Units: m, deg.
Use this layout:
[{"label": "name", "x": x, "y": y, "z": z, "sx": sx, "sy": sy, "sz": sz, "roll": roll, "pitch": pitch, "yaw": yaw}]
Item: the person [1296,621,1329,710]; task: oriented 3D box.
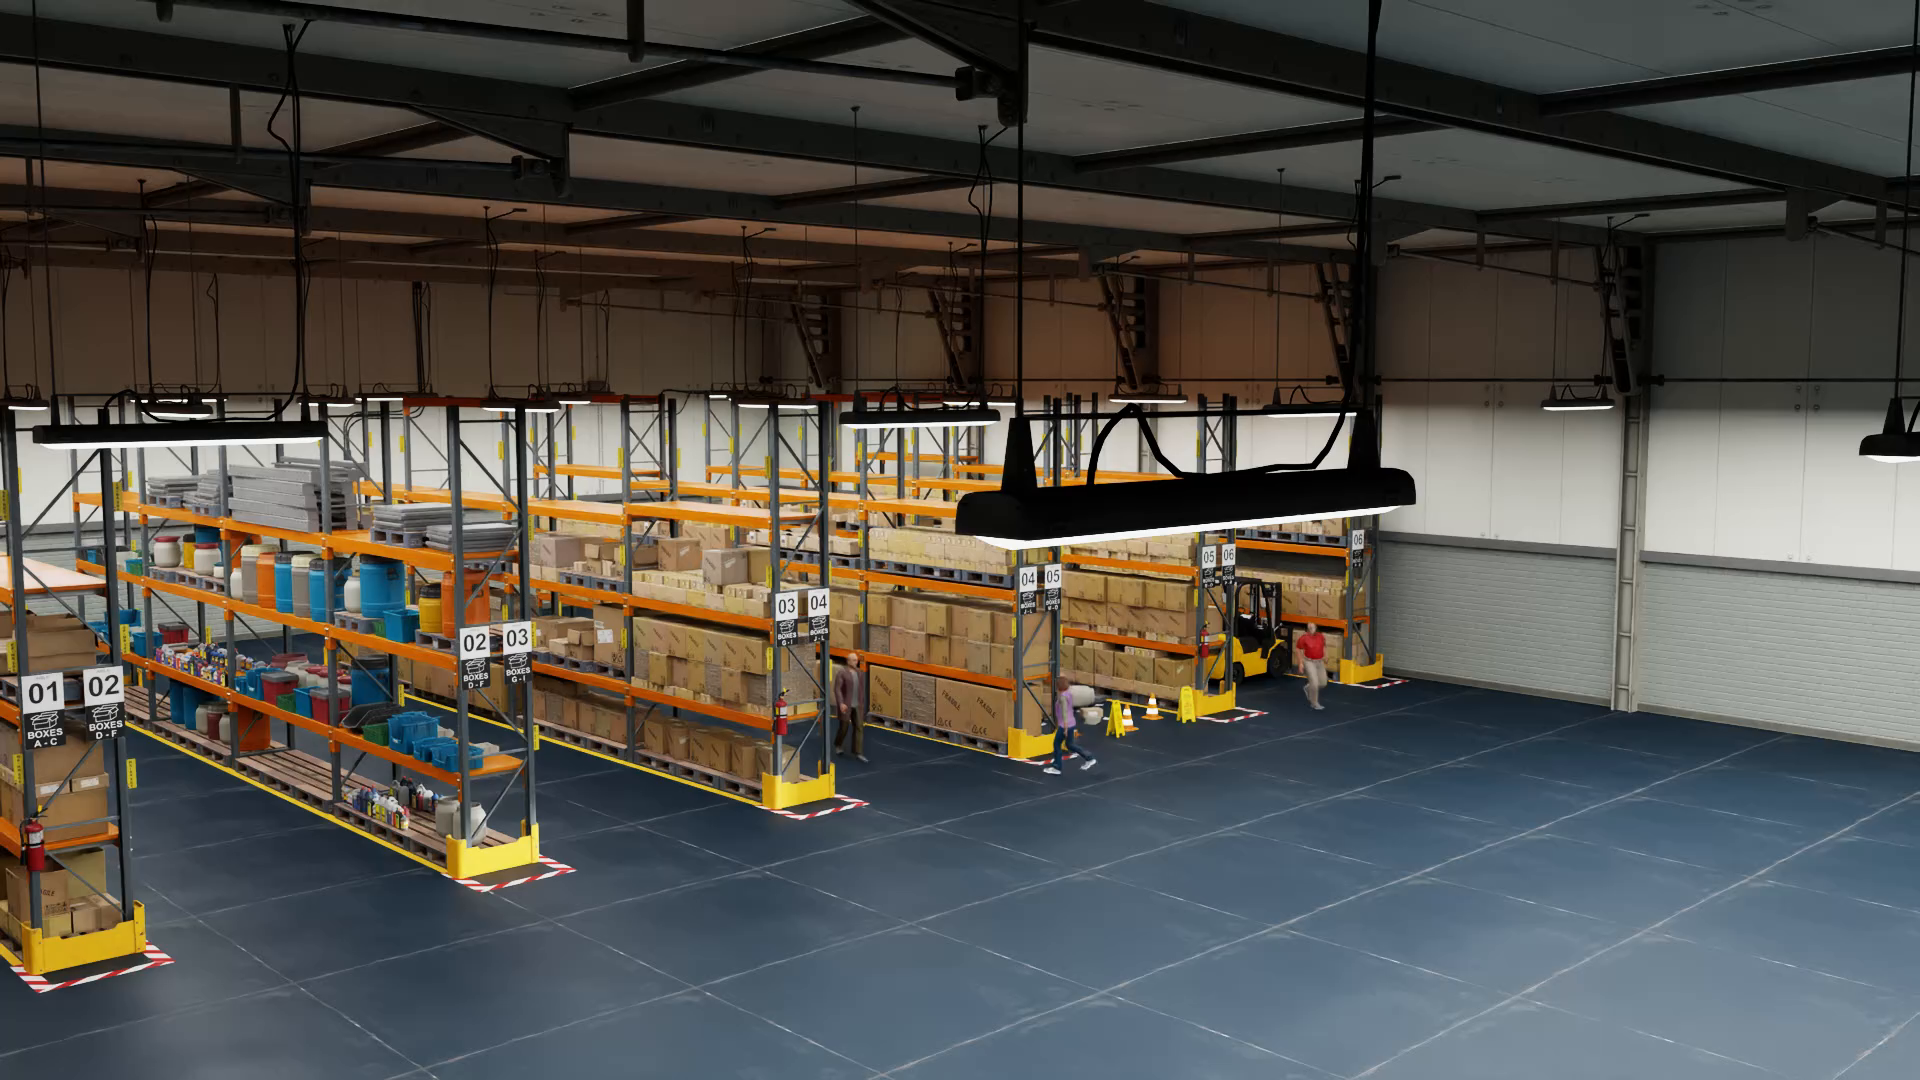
[{"label": "person", "x": 6.785, "y": 2.397, "z": 32.090, "sx": 0.593, "sy": 1.697, "sz": 0.653, "roll": -2, "pitch": 6, "yaw": -24}]

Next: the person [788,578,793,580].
[{"label": "person", "x": -3.833, "y": 1.761, "z": 38.082, "sx": 0.512, "sy": 1.791, "sz": 0.597, "roll": 3, "pitch": 6, "yaw": 25}]

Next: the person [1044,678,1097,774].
[{"label": "person", "x": 1.763, "y": 2.974, "z": 26.612, "sx": 0.836, "sy": 1.557, "sz": 0.426, "roll": 1, "pitch": 6, "yaw": 14}]

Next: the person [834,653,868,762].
[{"label": "person", "x": -1.810, "y": 2.779, "z": 27.828, "sx": 0.687, "sy": 1.769, "sz": 0.891, "roll": -4, "pitch": 7, "yaw": -39}]
